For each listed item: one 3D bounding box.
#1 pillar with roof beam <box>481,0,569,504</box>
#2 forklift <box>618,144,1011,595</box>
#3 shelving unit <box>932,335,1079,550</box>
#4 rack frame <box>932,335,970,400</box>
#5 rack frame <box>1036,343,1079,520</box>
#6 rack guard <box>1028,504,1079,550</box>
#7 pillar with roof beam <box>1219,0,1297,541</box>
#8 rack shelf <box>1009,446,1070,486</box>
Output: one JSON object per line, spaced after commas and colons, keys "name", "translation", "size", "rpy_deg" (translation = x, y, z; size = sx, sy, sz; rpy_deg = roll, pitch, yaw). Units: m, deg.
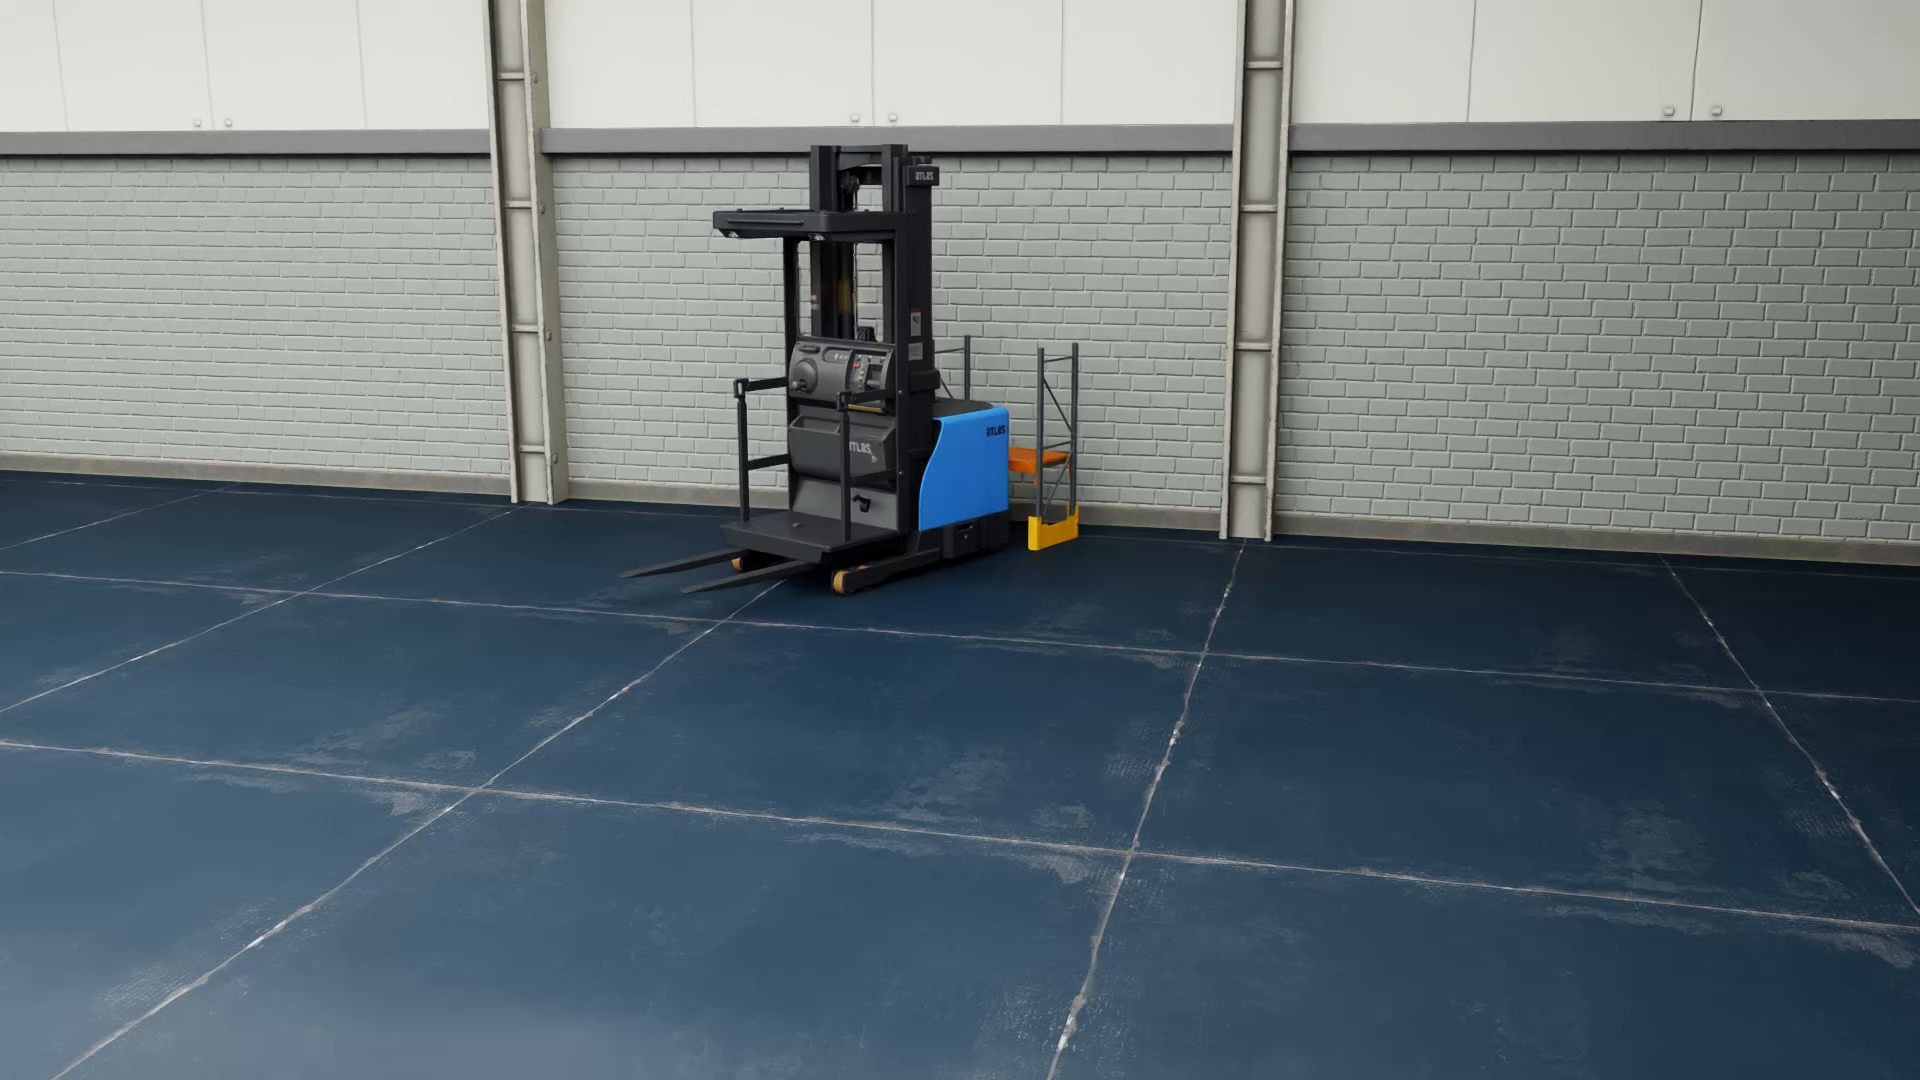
{"name": "pillar with roof beam", "translation": [-4.634, -3.833, 9.233], "size": [0.400, 9.000, 9.100], "rpy_deg": [3, 13, 14]}
{"name": "forklift", "translation": [-0.961, -1.186, 11.313], "size": [1.130, 2.935, 3.031], "rpy_deg": [10, 16, 39]}
{"name": "shelving unit", "translation": [0.316, -0.775, 12.763], "size": [1.083, 1.500, 0.587], "rpy_deg": [9, 16, 36]}
{"name": "rack frame", "translation": [-0.082, -0.840, 13.059], "size": [0.032, 1.500, 0.500], "rpy_deg": [9, 16, 36]}
{"name": "rack frame", "translation": [0.727, -0.707, 12.457], "size": [0.032, 1.500, 0.500], "rpy_deg": [9, 16, 36]}
{"name": "rack guard", "translation": [0.712, -0.099, 12.604], "size": [0.087, 0.250, 0.587], "rpy_deg": [9, 16, 36]}
{"name": "pillar with roof beam", "translation": [1.191, -3.521, 7.830], "size": [0.400, 9.000, 9.100], "rpy_deg": [3, 13, 14]}
{"name": "rack shelf", "translation": [0.323, -0.598, 12.797], "size": [1.000, 0.185, 0.538], "rpy_deg": [9, 16, 36]}
